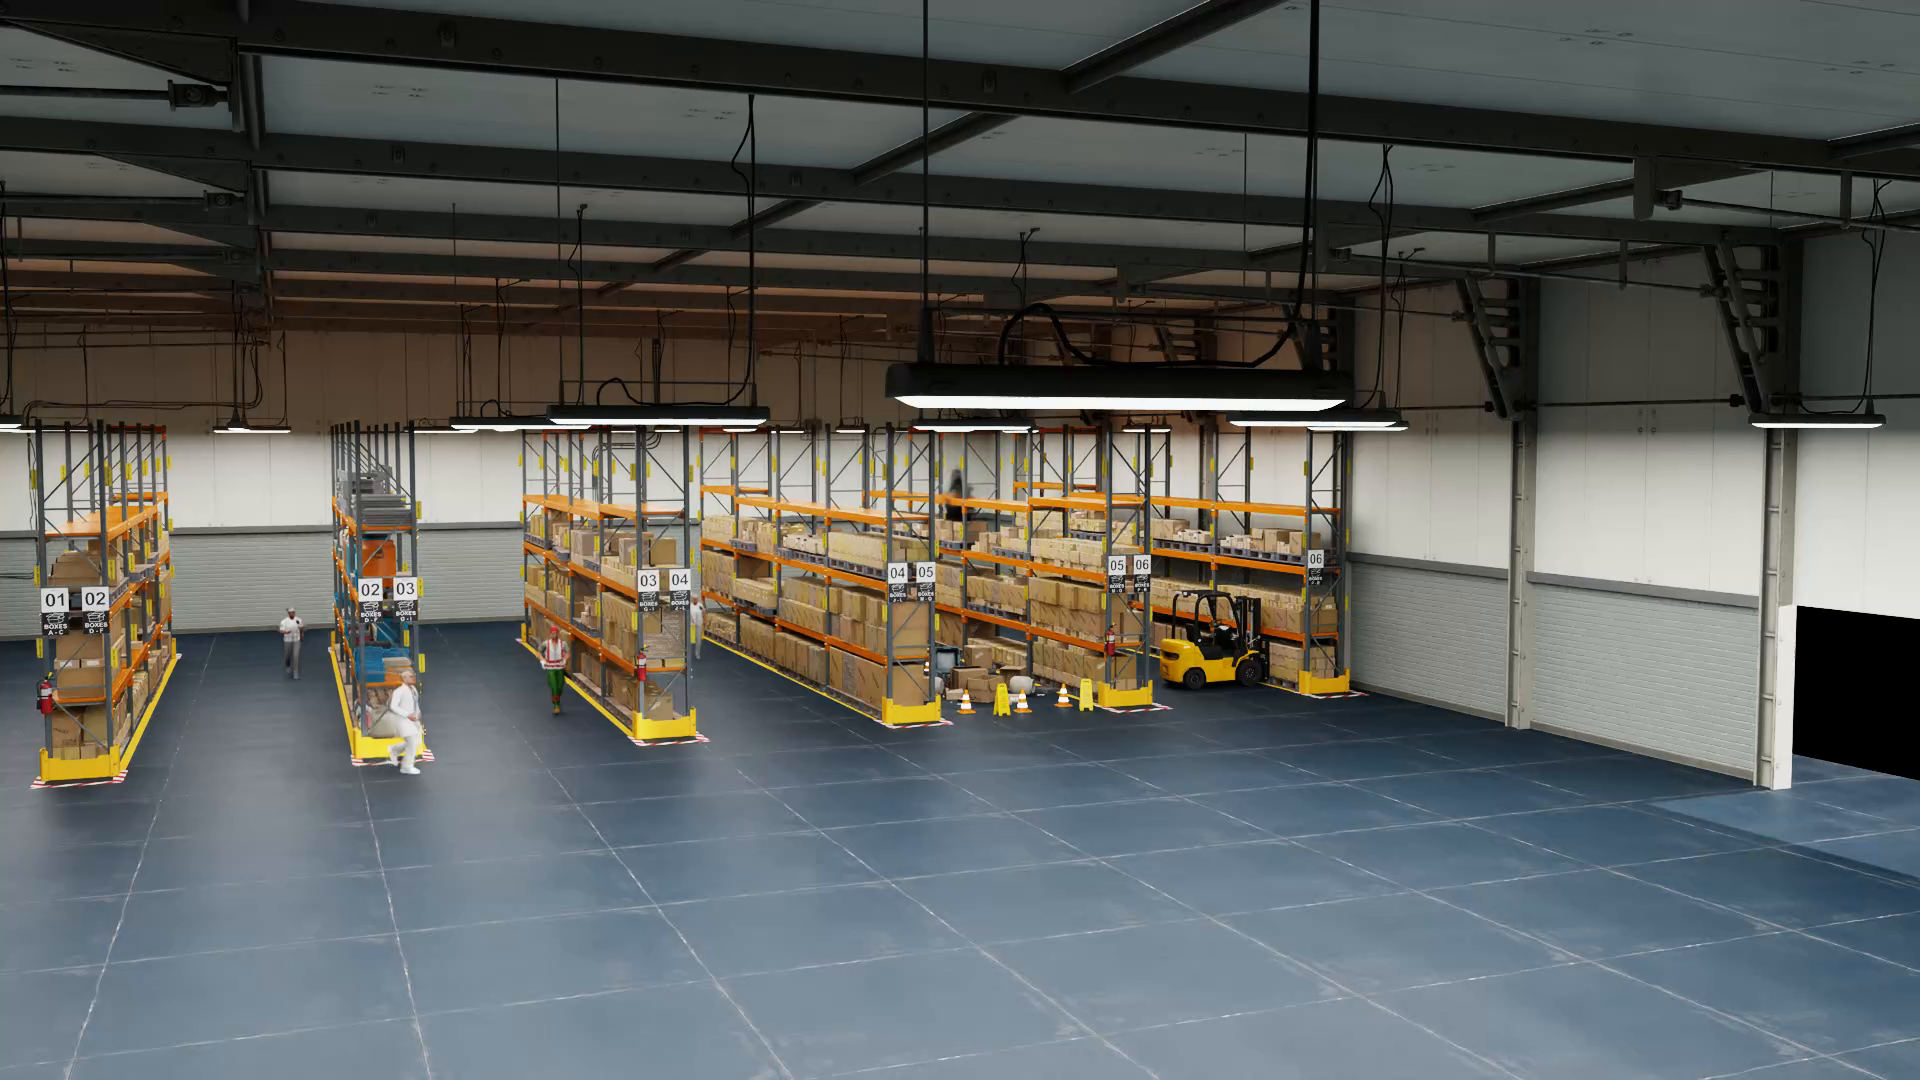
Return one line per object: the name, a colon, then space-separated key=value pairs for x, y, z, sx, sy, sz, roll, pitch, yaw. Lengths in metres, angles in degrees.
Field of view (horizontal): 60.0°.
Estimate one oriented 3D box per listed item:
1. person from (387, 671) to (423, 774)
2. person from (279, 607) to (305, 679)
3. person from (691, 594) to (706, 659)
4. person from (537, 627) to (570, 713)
person: x=-9.478 y=3.100 z=28.360 sx=0.686 sy=1.743 sz=0.757 roll=1 pitch=4 yaw=12
person: x=-15.800 y=2.403 z=39.365 sx=0.581 sy=1.676 sz=0.929 roll=-2 pitch=4 yaw=-25
person: x=-6.849 y=2.223 z=42.989 sx=0.631 sy=1.673 sz=0.764 roll=-1 pitch=4 yaw=-22
person: x=-8.412 y=2.676 z=34.495 sx=0.666 sy=1.770 sz=0.827 roll=-1 pitch=4 yaw=-22
